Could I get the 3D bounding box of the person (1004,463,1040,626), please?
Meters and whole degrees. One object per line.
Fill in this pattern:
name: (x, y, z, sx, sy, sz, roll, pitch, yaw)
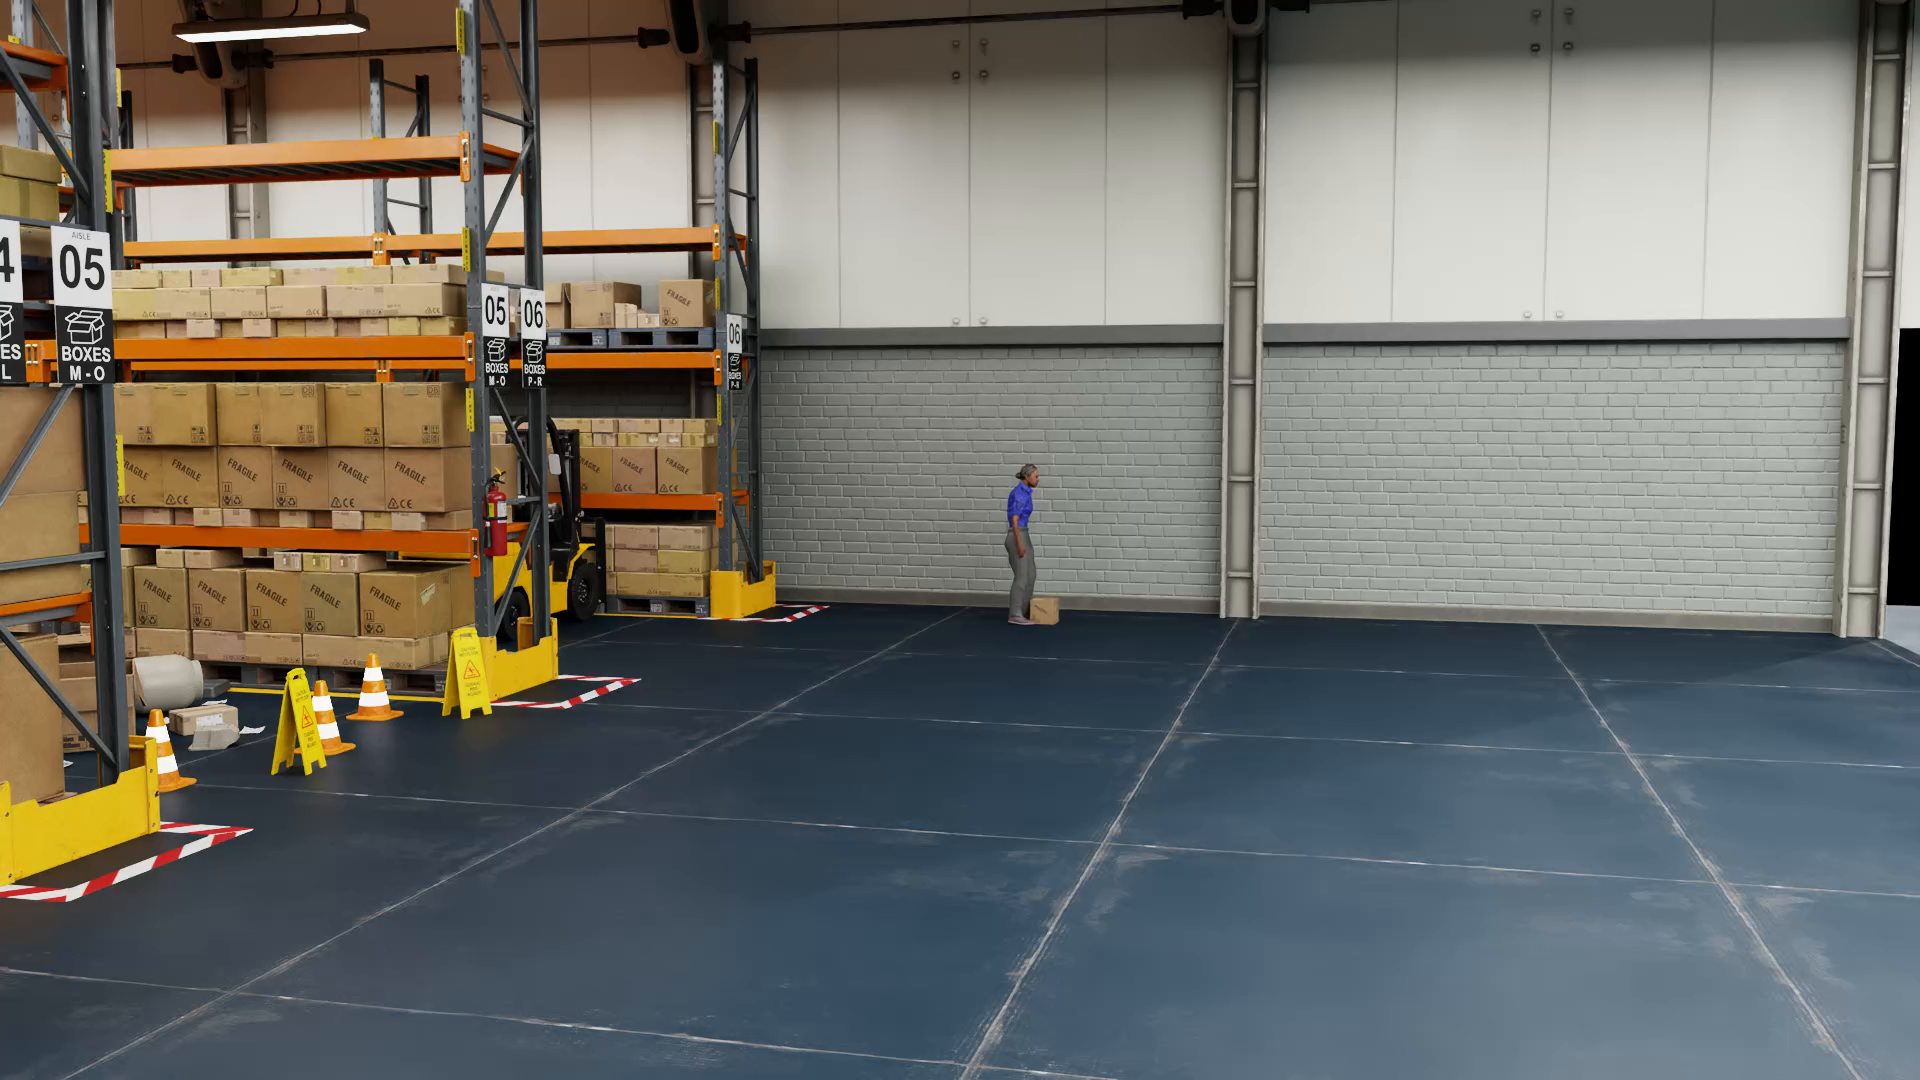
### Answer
person: (0.669, 0.034, 17.195, 0.402, 1.653, 0.517, 1, 5, 11)
